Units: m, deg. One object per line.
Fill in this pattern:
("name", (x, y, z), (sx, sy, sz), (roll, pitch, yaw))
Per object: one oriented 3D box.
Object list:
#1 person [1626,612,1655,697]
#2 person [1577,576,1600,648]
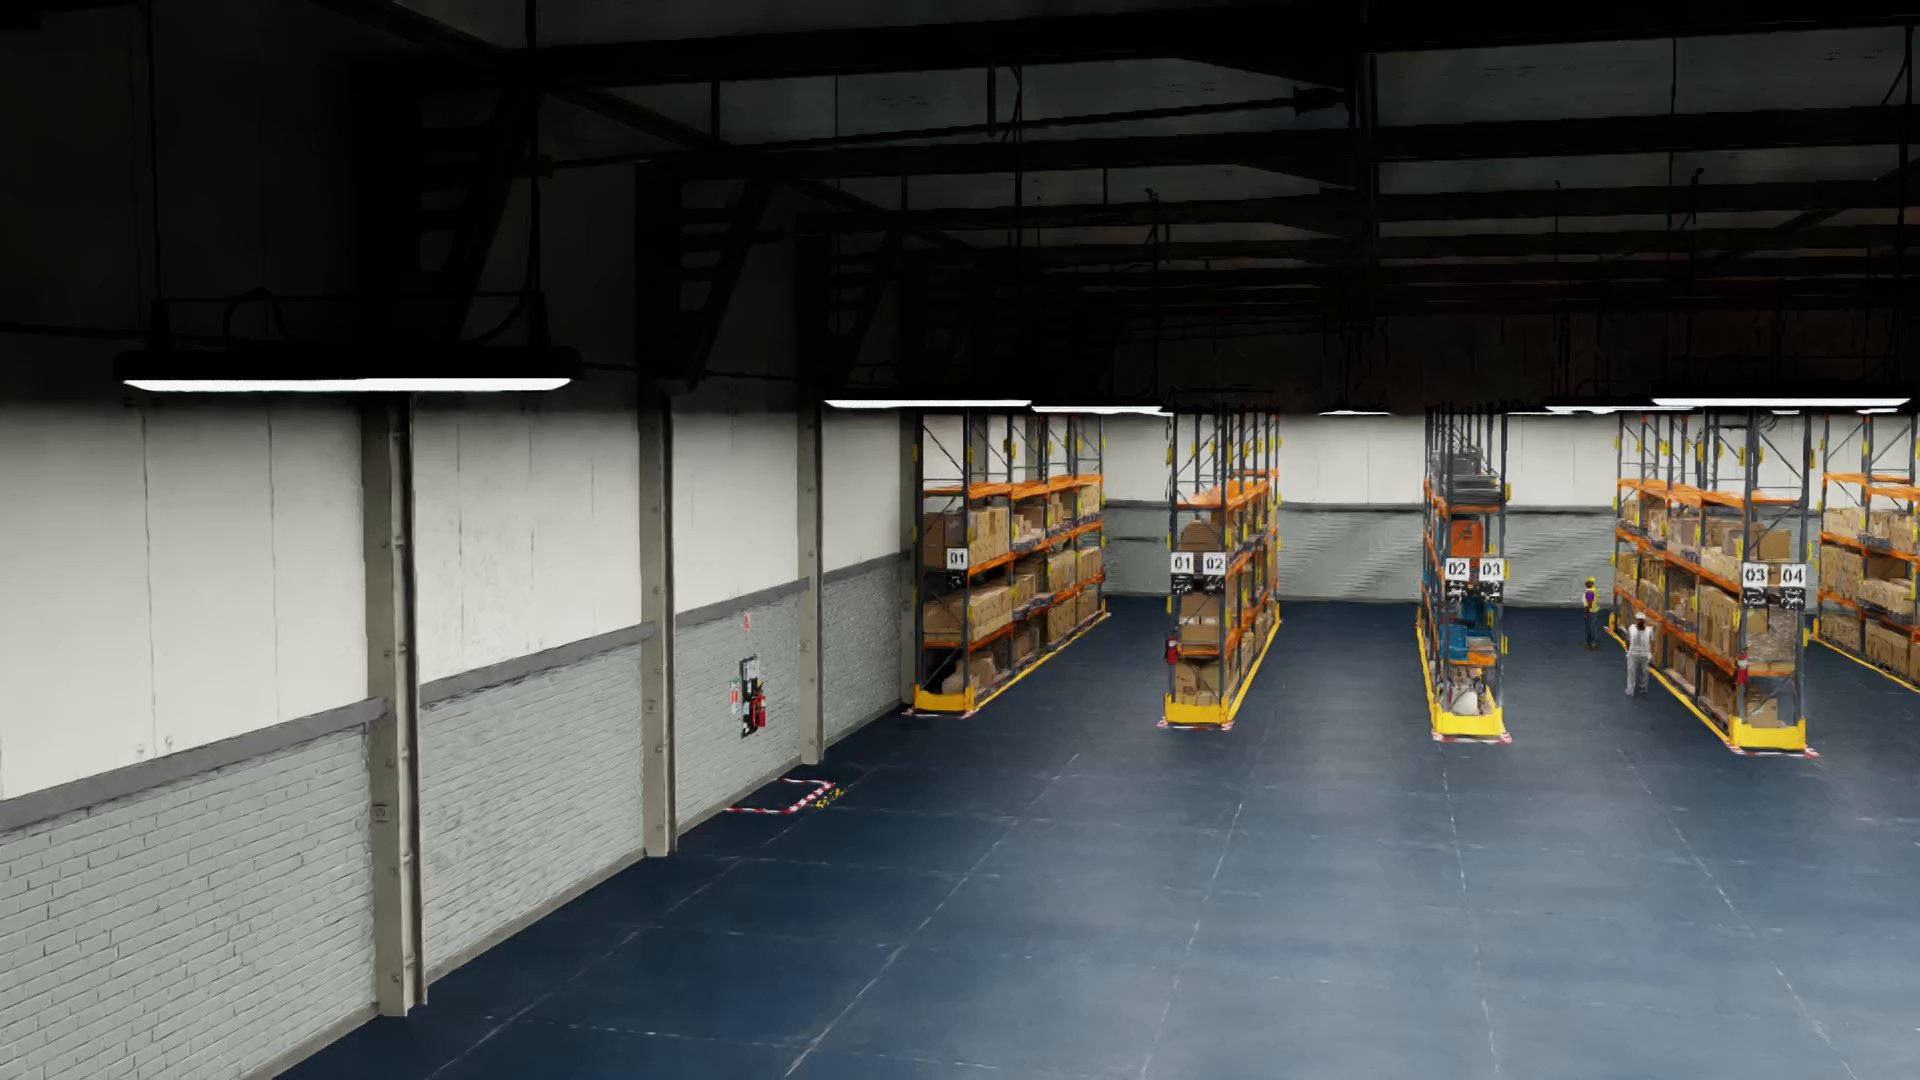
("person", (13.913, 2.334, 34.015), (0.552, 1.720, 1.019), (2, 5, 23))
("person", (15.640, 1.774, 41.330), (0.576, 1.763, 0.684), (2, 5, 28))
